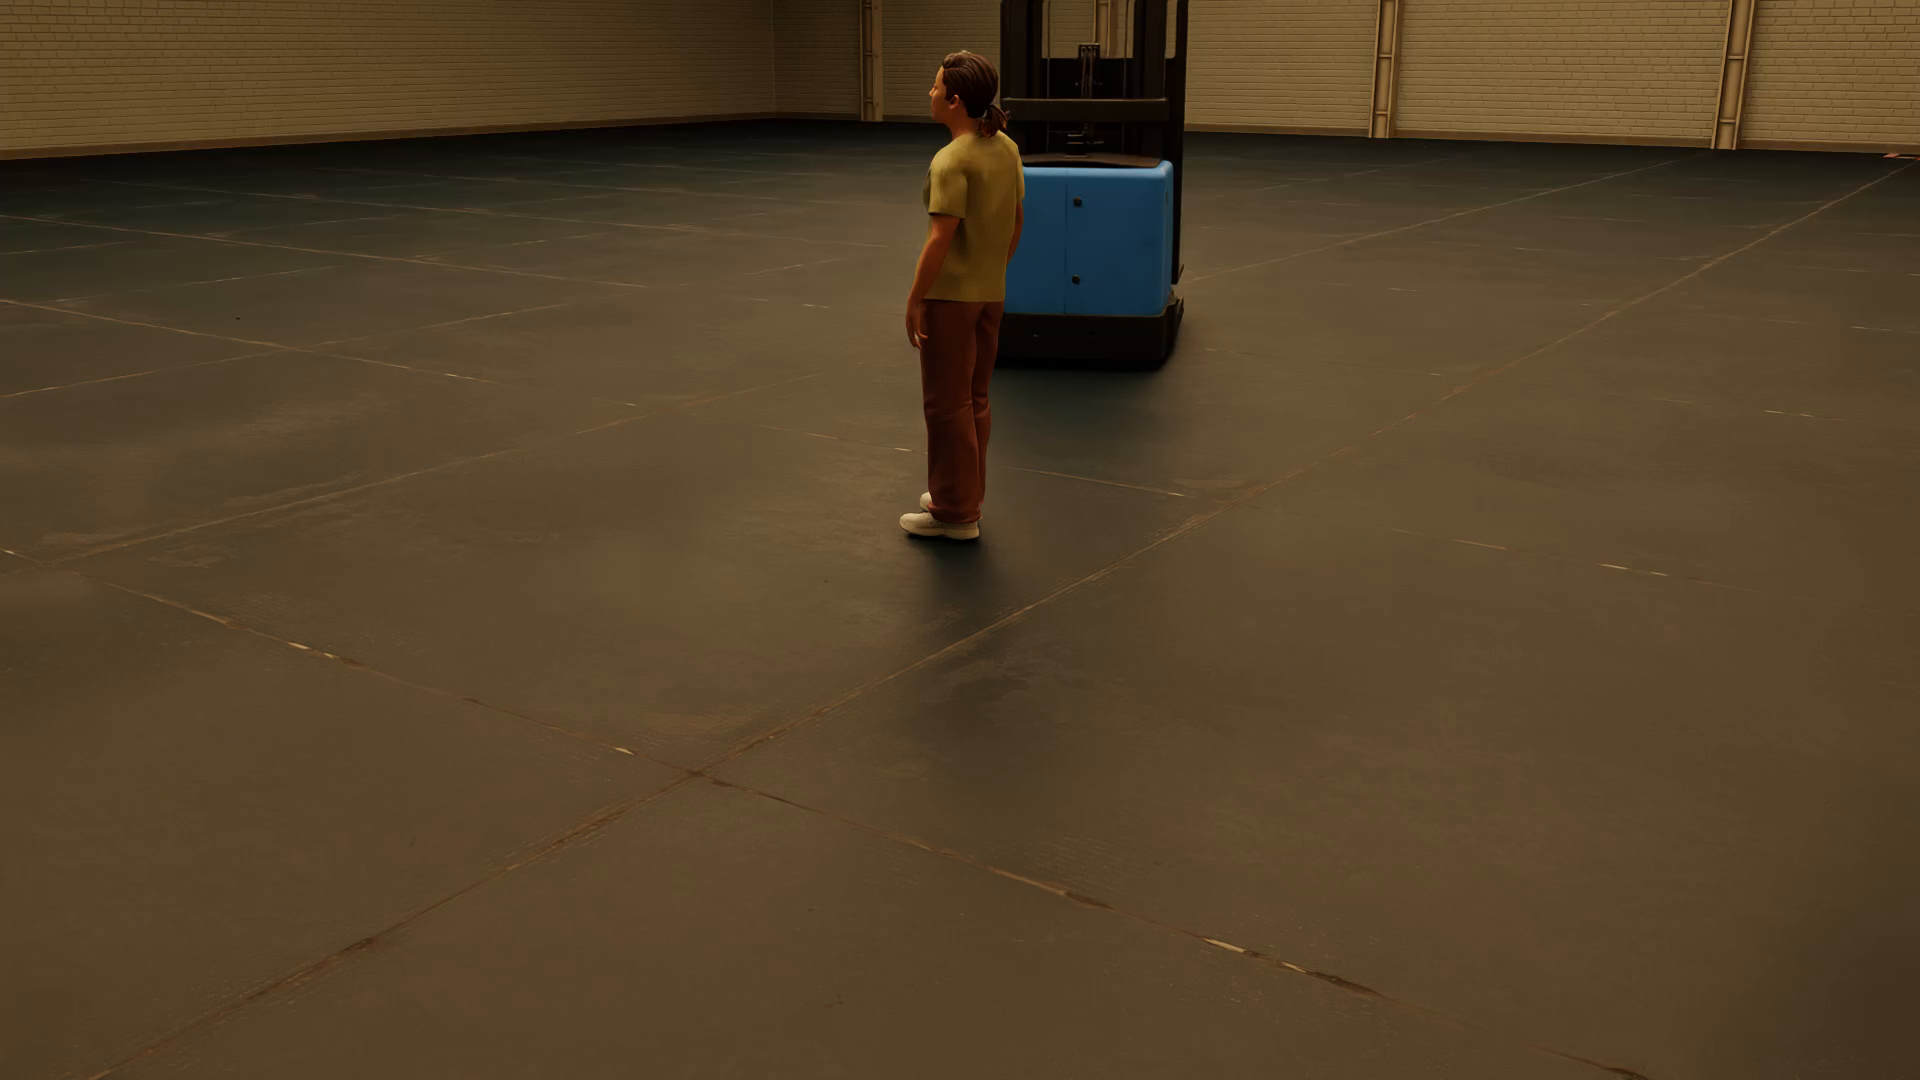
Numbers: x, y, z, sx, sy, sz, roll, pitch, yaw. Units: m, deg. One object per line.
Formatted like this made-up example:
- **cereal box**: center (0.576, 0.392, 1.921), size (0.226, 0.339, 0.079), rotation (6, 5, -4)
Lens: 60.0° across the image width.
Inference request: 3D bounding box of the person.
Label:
- **person**: center (-0.055, -0.824, 5.756), size (0.548, 1.672, 0.553), rotation (11, 20, 33)

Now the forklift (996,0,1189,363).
- **forklift**: center (0.821, -2.740, 9.995), size (1.130, 2.935, 3.031), rotation (3, 17, 10)
